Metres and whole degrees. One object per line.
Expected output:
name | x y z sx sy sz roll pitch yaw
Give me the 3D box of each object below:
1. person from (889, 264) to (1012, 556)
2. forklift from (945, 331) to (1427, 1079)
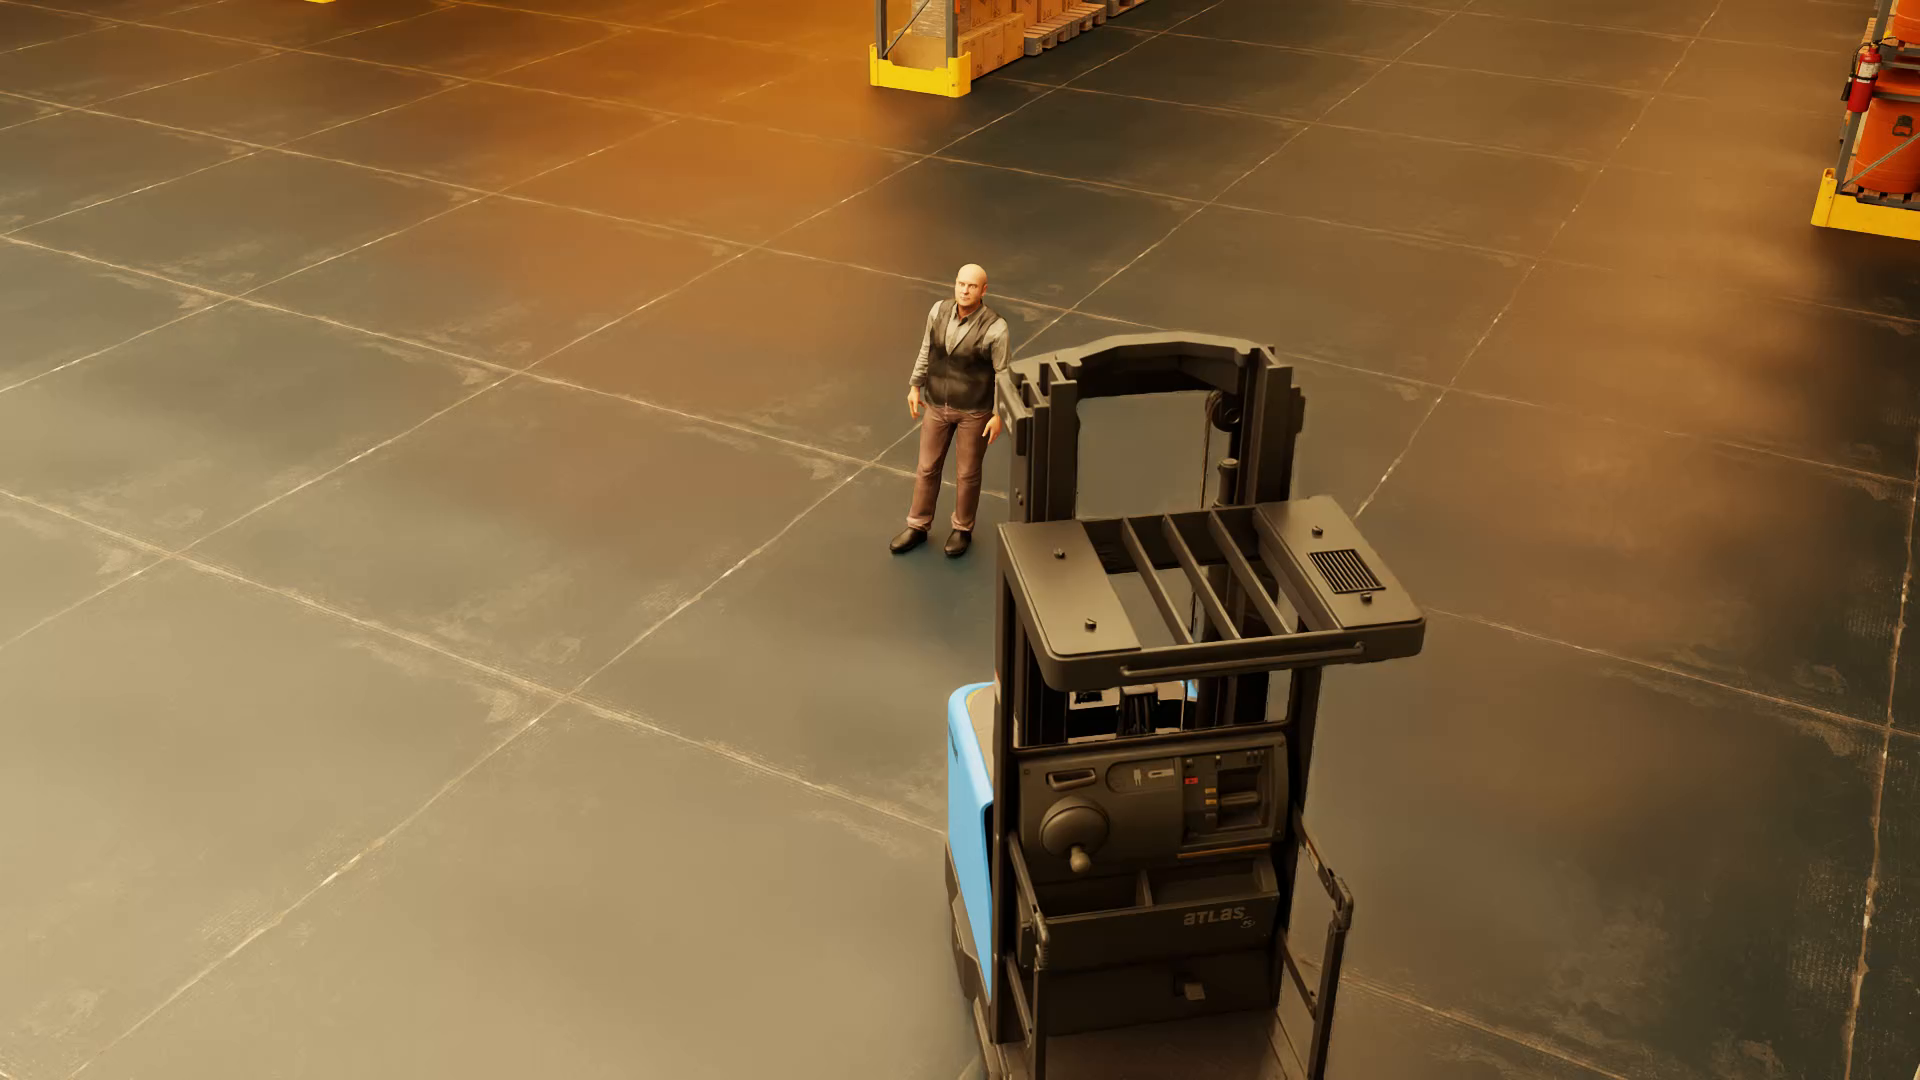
person | -0.037 -0.727 9.525 0.632 1.720 0.568 15 33 25
forklift | 0.699 0.940 5.442 1.130 2.935 3.031 -5 30 -9
